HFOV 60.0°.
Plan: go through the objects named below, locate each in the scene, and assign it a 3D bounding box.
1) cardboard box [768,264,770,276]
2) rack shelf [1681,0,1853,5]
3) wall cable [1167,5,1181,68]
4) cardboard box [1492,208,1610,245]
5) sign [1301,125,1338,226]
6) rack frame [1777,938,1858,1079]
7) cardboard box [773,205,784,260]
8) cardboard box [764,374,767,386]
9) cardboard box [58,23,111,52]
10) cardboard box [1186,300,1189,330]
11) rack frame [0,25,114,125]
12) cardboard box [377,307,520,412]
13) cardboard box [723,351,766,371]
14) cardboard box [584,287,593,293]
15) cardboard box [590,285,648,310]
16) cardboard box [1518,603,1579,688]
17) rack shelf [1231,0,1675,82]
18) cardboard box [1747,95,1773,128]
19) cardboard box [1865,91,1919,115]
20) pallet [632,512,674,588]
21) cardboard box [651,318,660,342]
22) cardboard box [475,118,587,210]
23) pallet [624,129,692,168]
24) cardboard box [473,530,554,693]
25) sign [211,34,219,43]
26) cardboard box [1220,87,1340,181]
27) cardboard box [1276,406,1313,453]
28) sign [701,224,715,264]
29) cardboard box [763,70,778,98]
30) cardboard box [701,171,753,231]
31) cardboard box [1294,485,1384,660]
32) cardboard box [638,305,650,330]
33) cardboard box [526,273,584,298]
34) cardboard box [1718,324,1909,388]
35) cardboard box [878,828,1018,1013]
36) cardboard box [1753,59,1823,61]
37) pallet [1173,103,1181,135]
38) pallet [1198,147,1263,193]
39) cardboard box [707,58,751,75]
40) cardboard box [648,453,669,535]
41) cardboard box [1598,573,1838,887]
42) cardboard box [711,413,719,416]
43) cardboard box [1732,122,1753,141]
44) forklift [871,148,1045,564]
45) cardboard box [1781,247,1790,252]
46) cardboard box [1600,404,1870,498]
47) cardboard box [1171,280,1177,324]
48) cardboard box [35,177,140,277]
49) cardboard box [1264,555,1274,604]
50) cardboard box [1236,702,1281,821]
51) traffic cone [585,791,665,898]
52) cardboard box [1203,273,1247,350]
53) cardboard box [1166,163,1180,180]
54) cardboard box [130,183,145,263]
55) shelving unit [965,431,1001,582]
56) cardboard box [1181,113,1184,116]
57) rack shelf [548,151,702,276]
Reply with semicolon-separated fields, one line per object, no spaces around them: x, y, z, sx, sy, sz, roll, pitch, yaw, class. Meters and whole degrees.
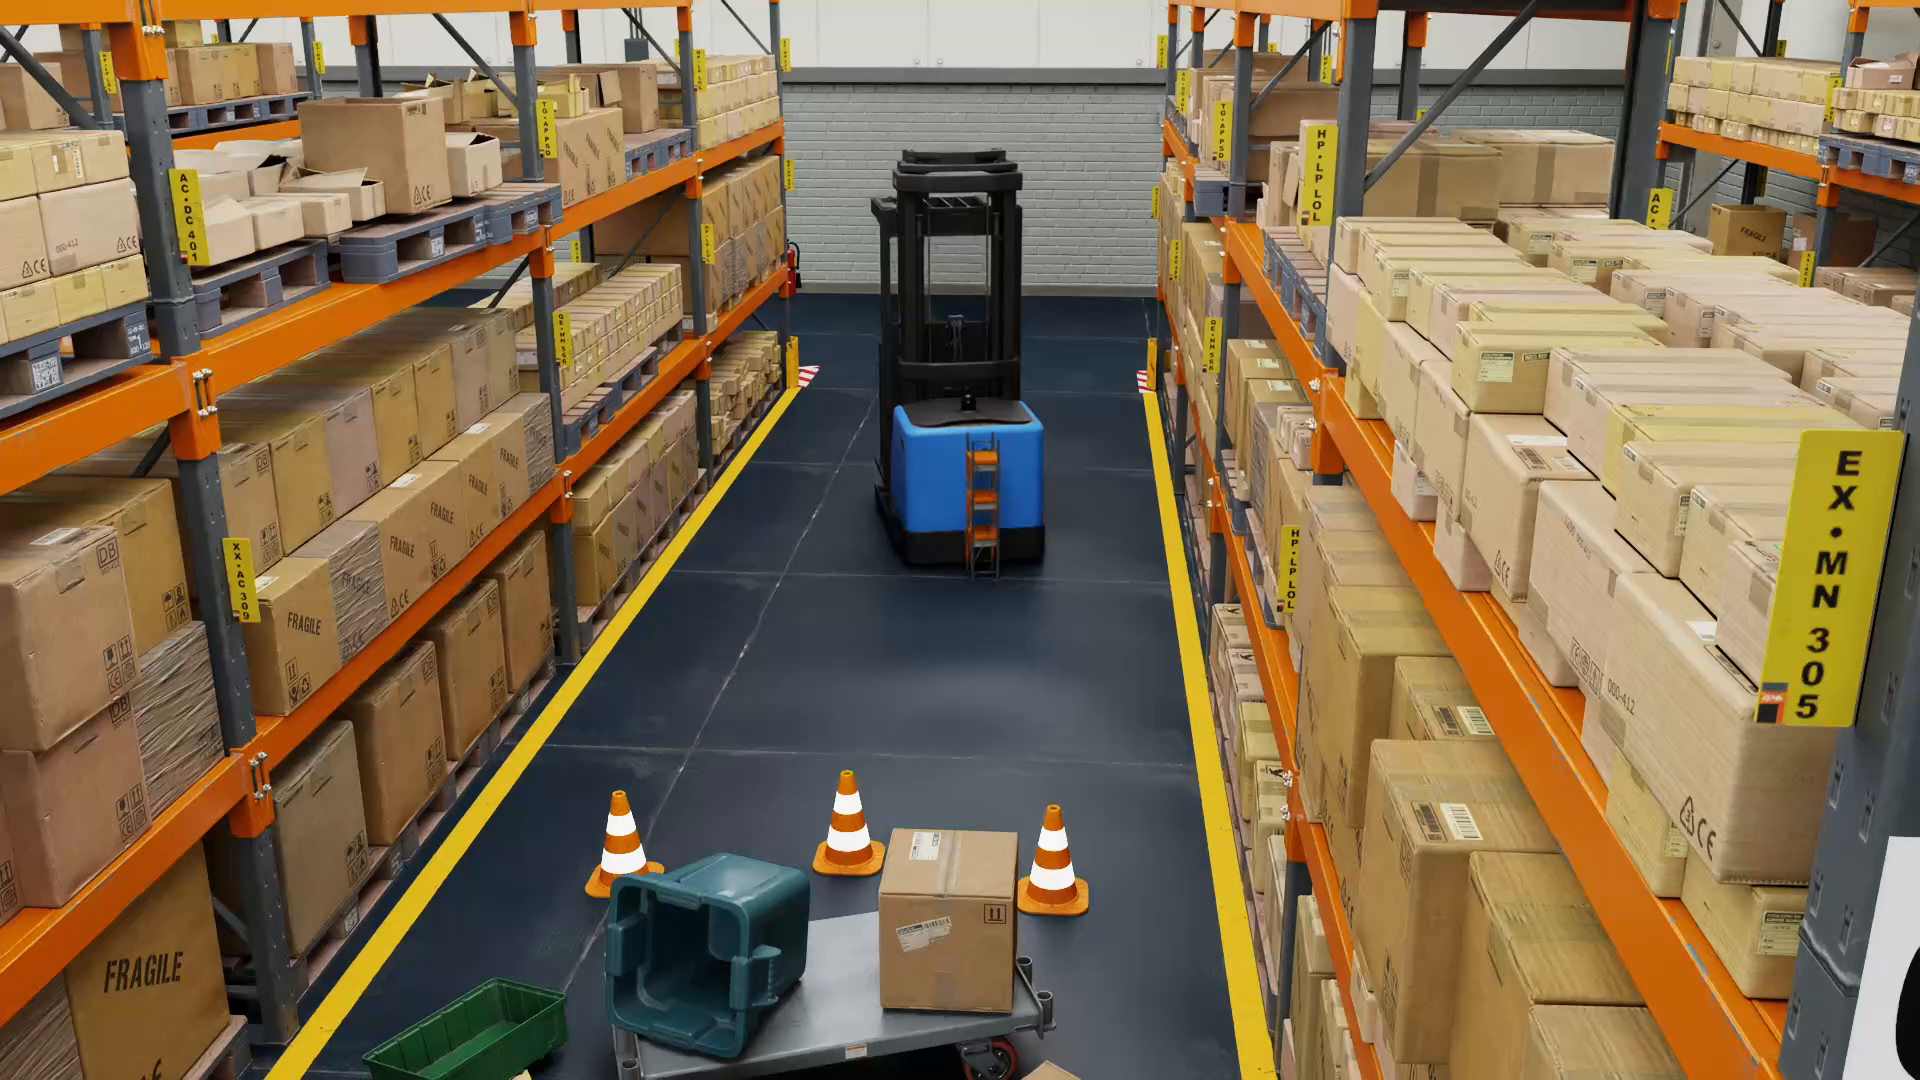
-2.142;-2.758;16.927;0.380;0.149;0.250;1;18;3;cardboard box
7.410;-4.837;14.395;1.077;0.370;4.000;1;18;4;rack shelf
2.729;-7.684;21.923;0.463;3.000;0.029;1;18;4;wall cable
2.184;-1.060;6.090;0.500;0.250;0.500;1;18;2;cardboard box
1.188;-1.203;5.498;0.100;0.325;0.005;1;18;4;sign
1.455;1.909;2.281;1.000;3.000;0.127;1;18;4;rack frame
-2.118;-3.183;17.183;0.500;0.500;0.500;2;18;5;cardboard box
-2.194;-1.654;17.058;0.380;0.149;0.250;1;18;4;cardboard box
-7.495;-4.408;14.541;0.500;0.250;0.500;0;18;0;cardboard box
1.993;-1.692;12.707;0.500;0.250;0.500;2;18;5;cardboard box
-7.569;-4.890;13.396;1.000;3.000;0.127;1;18;4;rack frame
-2.958;-1.039;9.509;0.700;0.500;0.500;1;18;4;cardboard box
-2.140;-1.774;16.467;0.380;0.149;0.250;2;18;6;cardboard box
-3.133;-1.926;13.236;0.380;0.149;0.250;1;18;3;cardboard box
-2.542;-1.810;12.403;0.380;0.149;0.250;1;18;2;cardboard box
1.295;0.170;3.173;0.380;0.149;0.250;1;18;3;cardboard box
1.885;-2.274;7.208;1.077;0.370;4.000;1;18;4;rack shelf
7.127;-3.680;14.283;0.500;0.250;0.500;2;18;5;cardboard box
6.799;-3.158;12.017;0.380;0.149;0.250;1;18;3;cardboard box
-2.768;0.049;12.433;1.003;0.211;1.213;1;18;4;pallet
-2.516;-1.614;12.760;0.380;0.149;0.250;0;18;1;cardboard box
-2.609;-2.300;10.146;0.500;0.500;0.500;1;18;4;cardboard box
-2.779;-3.044;12.881;1.213;0.211;1.003;1;18;4;pallet
-3.049;0.401;9.819;1.050;0.750;0.750;1;18;3;cardboard box
-7.835;-5.175;17.550;0.100;0.325;0.005;1;18;4;sign
1.905;-2.371;9.683;0.797;0.503;0.637;0;18;1;cardboard box
1.583;-0.479;7.213;0.380;0.149;0.250;1;18;2;cardboard box
-2.075;-2.436;13.682;0.100;0.325;0.005;1;18;4;sign
-2.121;-4.583;16.712;0.500;0.250;0.500;1;18;2;cardboard box
-2.226;-3.173;15.544;0.500;0.500;0.500;1;18;2;cardboard box
1.494;0.134;5.453;0.700;0.500;0.500;1;18;3;cardboard box
-2.534;-1.666;12.443;0.380;0.149;0.250;0;18;1;cardboard box
-3.151;-1.982;12.928;0.380;0.149;0.250;1;18;4;cardboard box
1.825;-0.354;3.492;0.380;0.149;0.250;2;18;5;cardboard box
-0.036;1.464;6.437;0.500;0.500;0.500;1;18;4;cardboard box
7.762;-4.378;15.611;0.500;0.250;0.500;1;18;2;cardboard box
2.475;-3.833;15.130;1.003;0.211;1.213;1;18;4;pallet
2.099;-2.460;11.100;1.003;0.211;1.213;2;18;6;pallet
-2.195;-4.495;15.805;0.380;0.149;0.250;1;18;3;cardboard box
-2.509;-0.355;12.530;0.500;0.500;0.500;1;18;3;cardboard box
1.223;0.248;2.294;0.500;0.250;0.500;1;18;3;cardboard box
-2.355;-1.070;14.796;0.380;0.149;0.250;1;18;4;cardboard box
7.079;-3.612;14.715;0.380;0.149;0.250;2;18;5;cardboard box
-0.107;-1.636;13.210;1.130;2.935;3.031;-3;18;-8;forklift
7.747;-2.712;16.146;0.500;0.250;0.500;1;18;4;cardboard box
1.311;-0.125;2.791;0.380;0.149;0.250;1;18;4;cardboard box
2.125;-2.176;14.585;0.500;0.500;0.500;1;18;3;cardboard box
-2.982;-0.997;5.259;0.500;0.250;0.500;1;18;3;cardboard box
1.537;0.179;7.290;0.380;0.149;0.250;1;18;4;cardboard box
1.873;1.113;8.254;0.950;0.372;0.625;2;18;6;cardboard box
-1.600;1.410;7.877;0.336;0.463;0.334;1;18;4;traffic cone
1.834;-1.425;10.687;0.500;0.500;0.500;2;18;5;cardboard box
2.220;-3.626;16.365;0.380;0.149;0.250;2;18;6;cardboard box
-3.311;-1.237;6.470;0.500;0.250;0.500;1;18;5;cardboard box
0.163;-0.236;11.958;0.215;1.050;0.252;-3;18;-8;shelving unit
2.061;-3.659;14.024;0.380;0.149;0.250;2;18;5;cardboard box
-2.772;-2.360;11.646;1.077;0.370;4.000;1;18;4;rack shelf
